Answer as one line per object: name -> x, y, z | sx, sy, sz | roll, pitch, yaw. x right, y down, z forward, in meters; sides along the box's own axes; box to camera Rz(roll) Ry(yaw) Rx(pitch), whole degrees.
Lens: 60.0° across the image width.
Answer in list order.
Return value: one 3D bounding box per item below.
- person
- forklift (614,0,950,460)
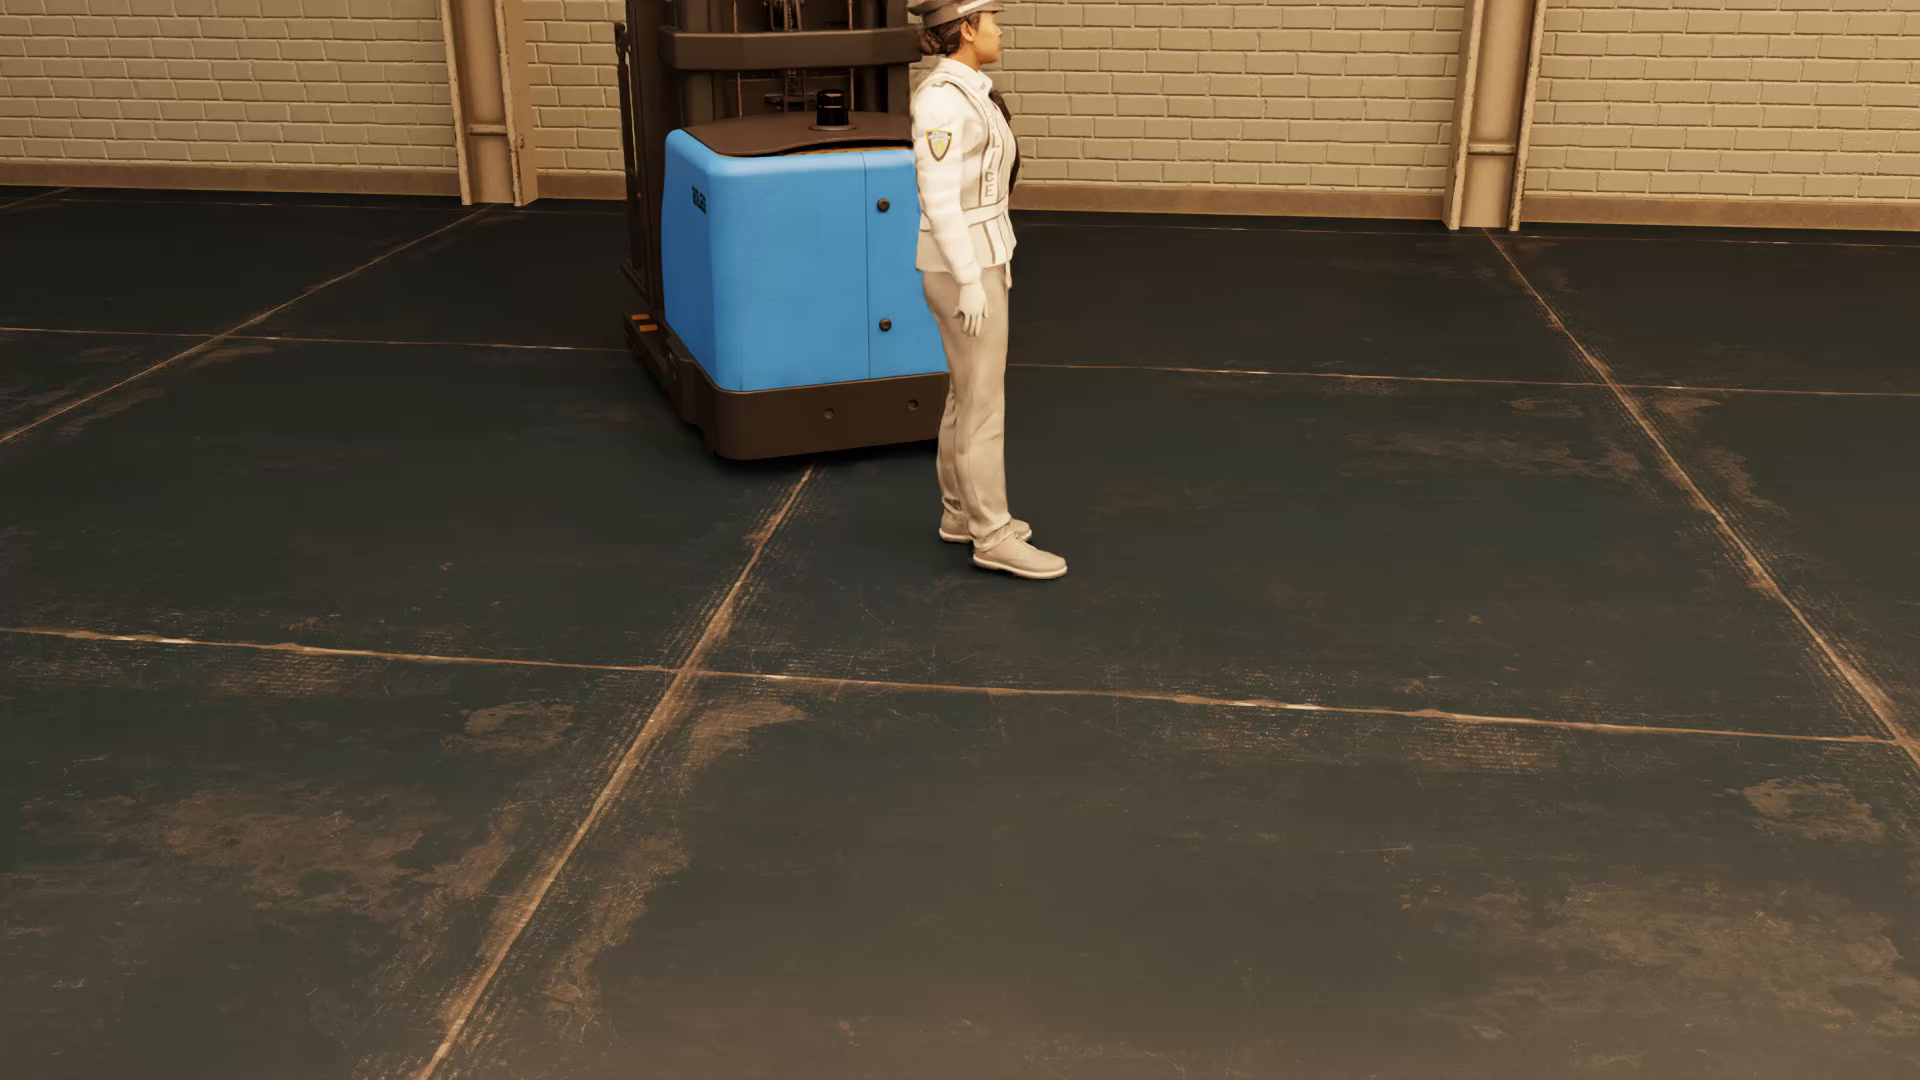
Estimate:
person -> 0.093, -0.781, 4.854 | 0.497, 1.693, 0.598 | 2, 22, 5
forklift -> -0.818, -2.151, 6.594 | 1.130, 2.935, 3.031 | -8, 23, -18
